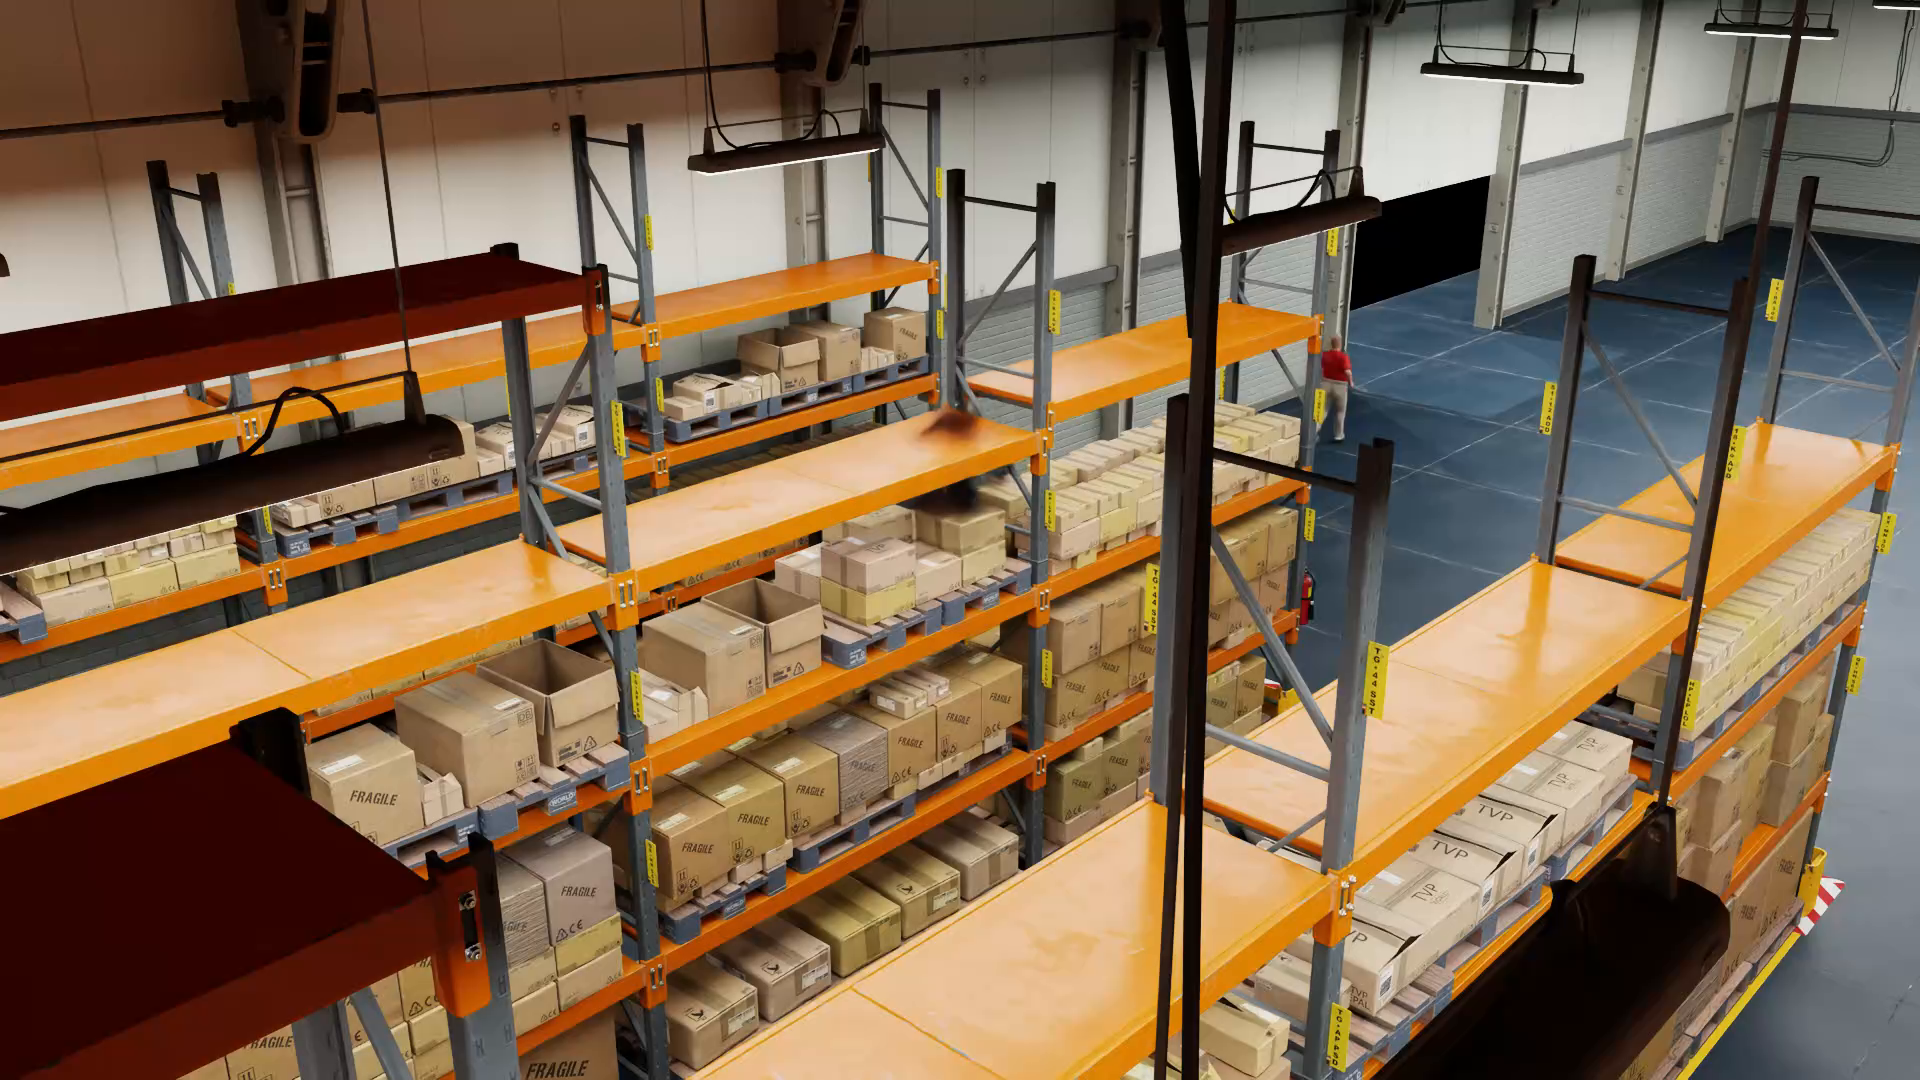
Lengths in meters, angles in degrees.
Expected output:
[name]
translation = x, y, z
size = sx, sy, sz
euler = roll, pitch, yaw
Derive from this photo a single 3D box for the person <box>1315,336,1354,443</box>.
[person]
translation = 5.743, -2.310, 25.572
size = 0.671, 1.700, 0.942
euler = 13, 25, 30
